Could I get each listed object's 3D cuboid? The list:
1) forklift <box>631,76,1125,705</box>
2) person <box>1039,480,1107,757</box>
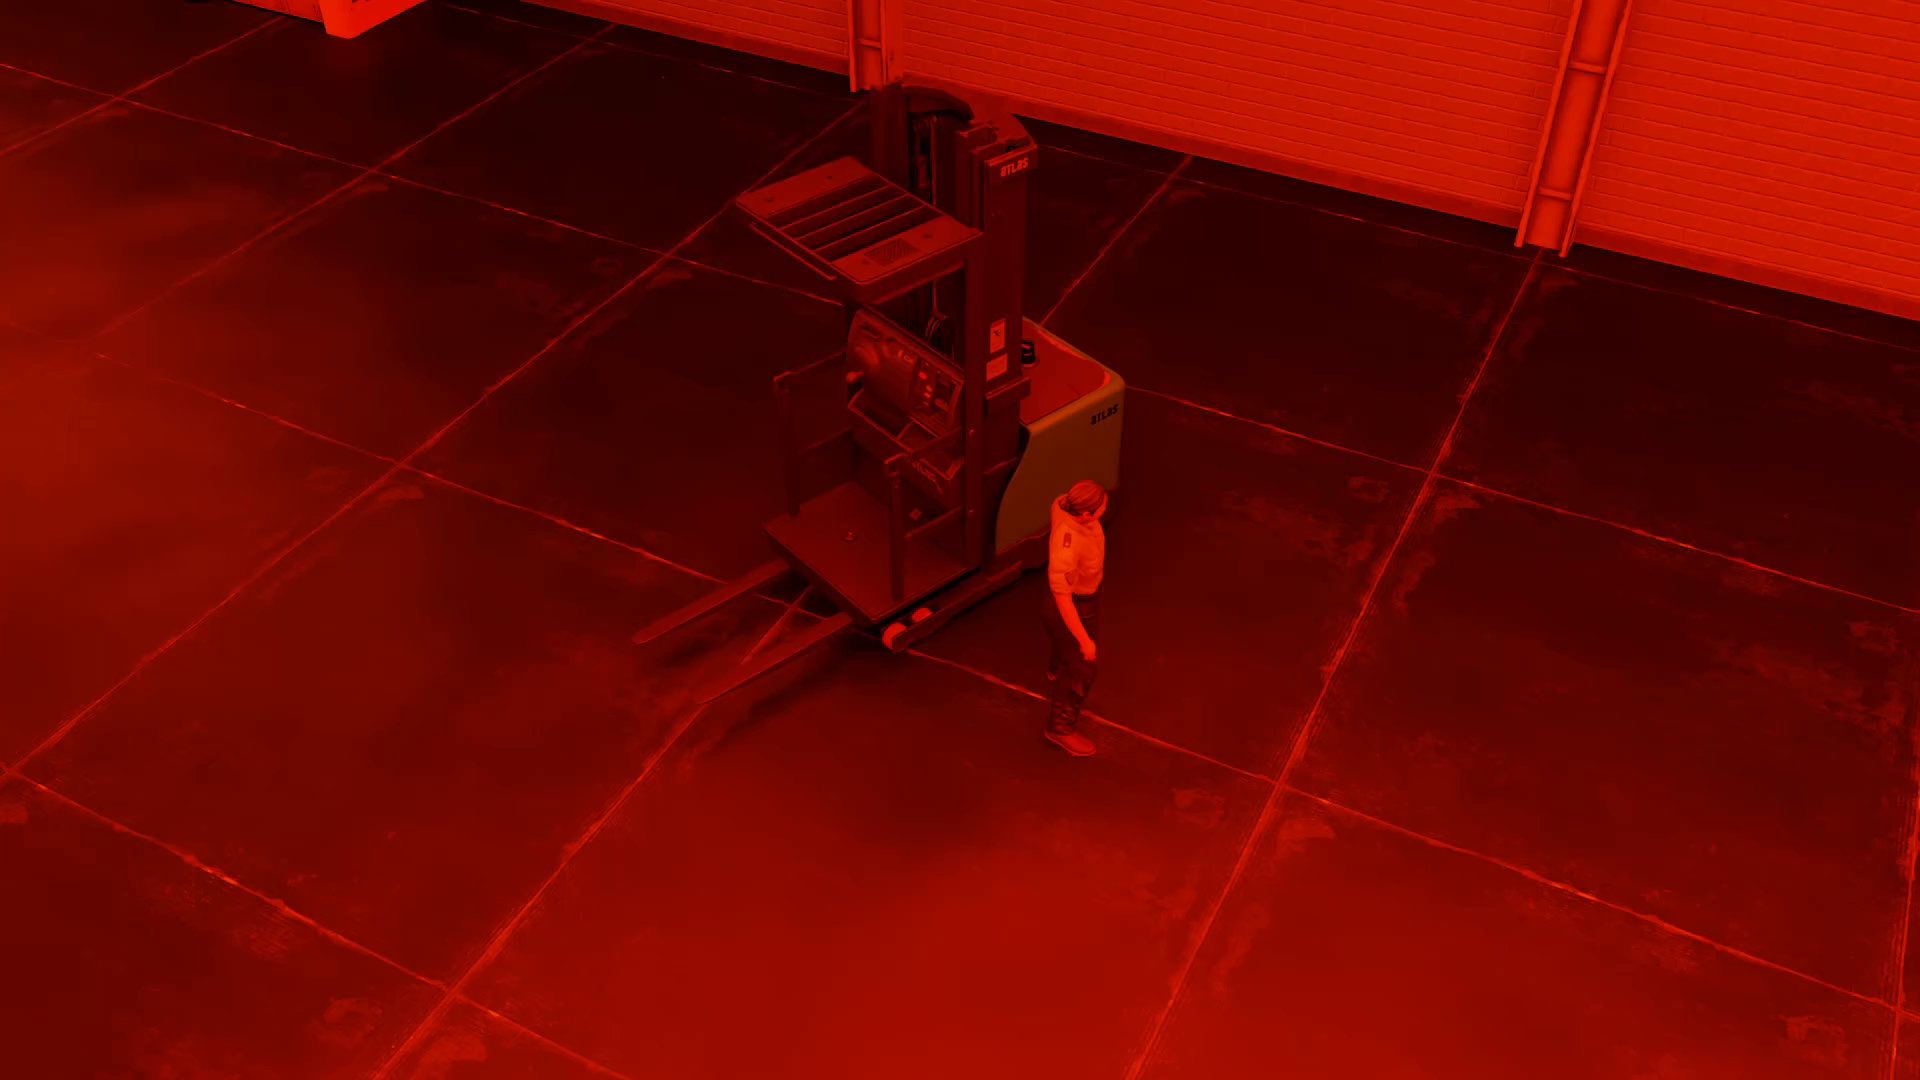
[{"bbox_3d":[-0.465,-0.867,9.016,3.031,2.935,1.130,-29,48,-30],"label":"forklift"},{"bbox_3d":[0.586,0.315,8.631,0.344,1.640,0.748,3,40,4],"label":"person"}]
